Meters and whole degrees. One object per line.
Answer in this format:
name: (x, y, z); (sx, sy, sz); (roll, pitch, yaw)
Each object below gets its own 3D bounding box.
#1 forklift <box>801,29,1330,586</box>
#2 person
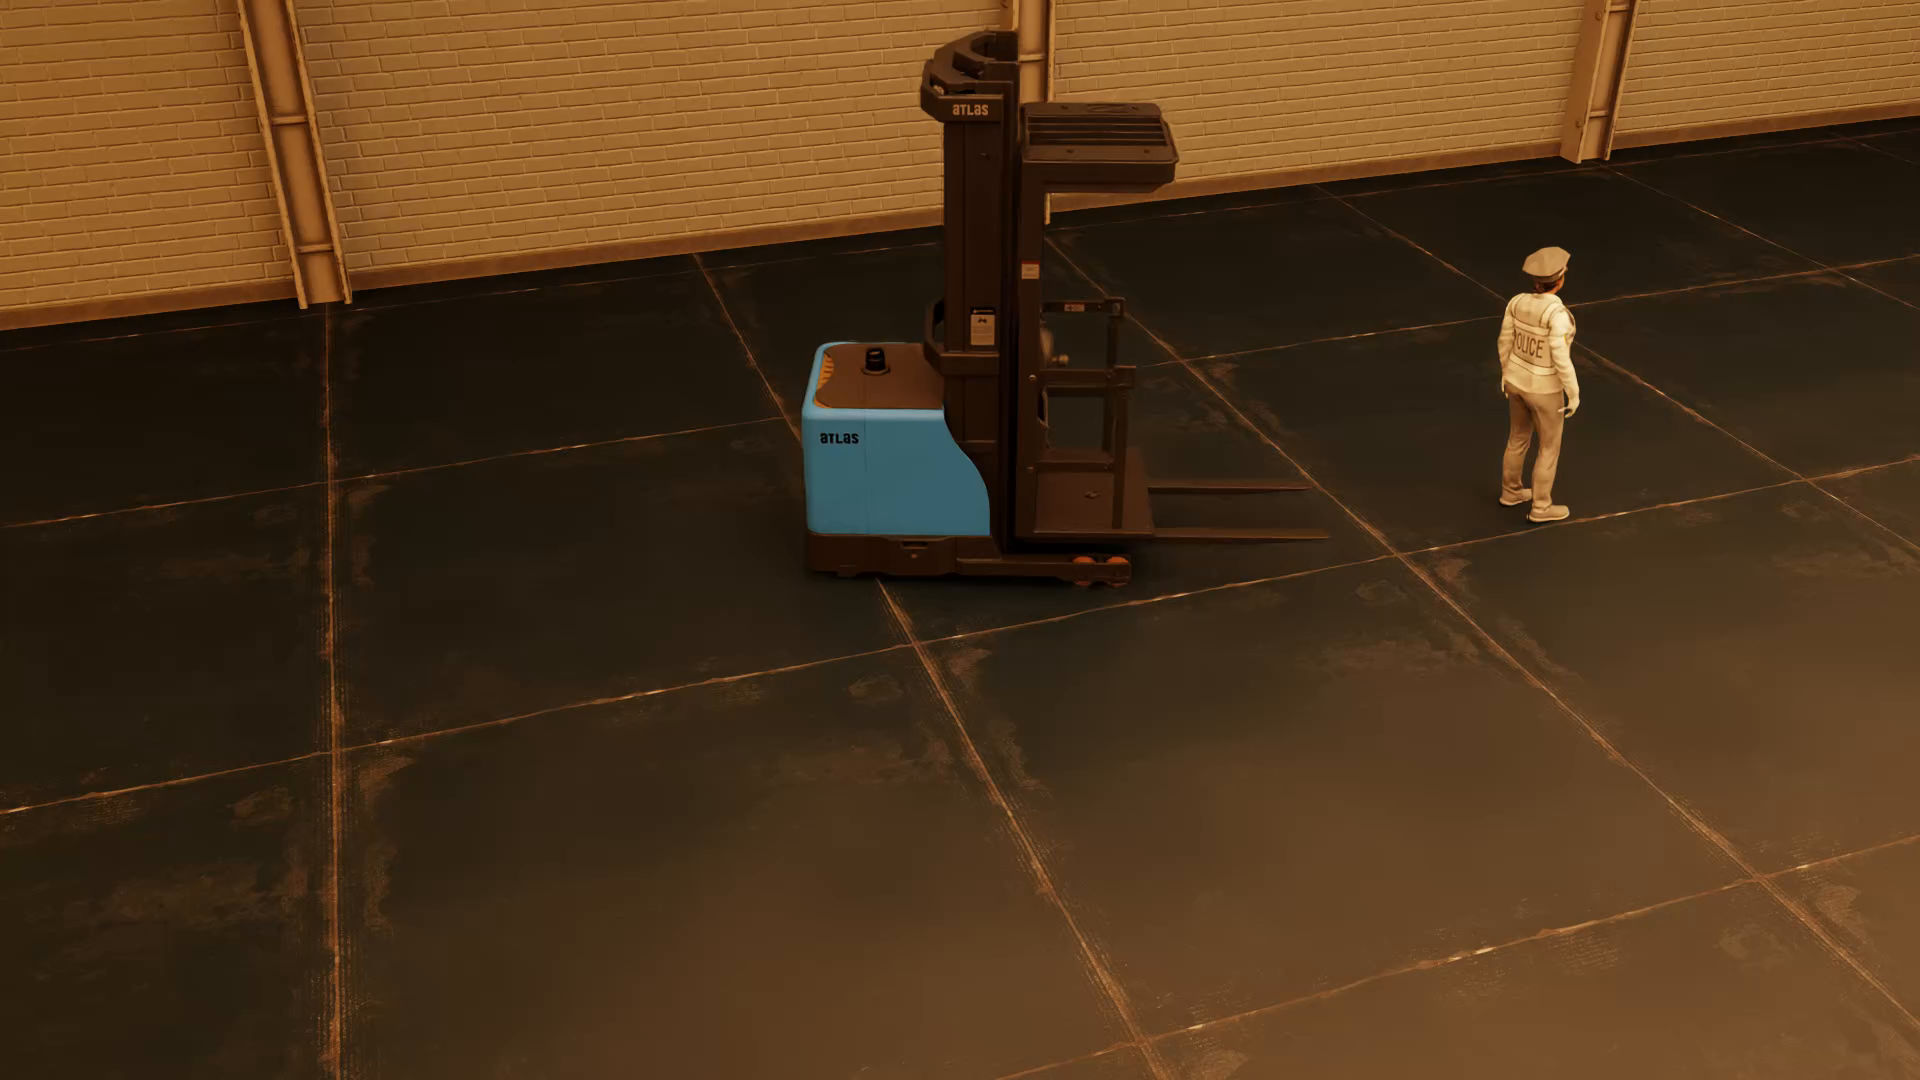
forklift: (0.632, -1.274, 9.301); (3.031, 2.935, 1.130); (1, 30, 1)
person: (3.475, -0.925, 9.950); (0.454, 1.709, 0.570); (-15, 33, -24)
